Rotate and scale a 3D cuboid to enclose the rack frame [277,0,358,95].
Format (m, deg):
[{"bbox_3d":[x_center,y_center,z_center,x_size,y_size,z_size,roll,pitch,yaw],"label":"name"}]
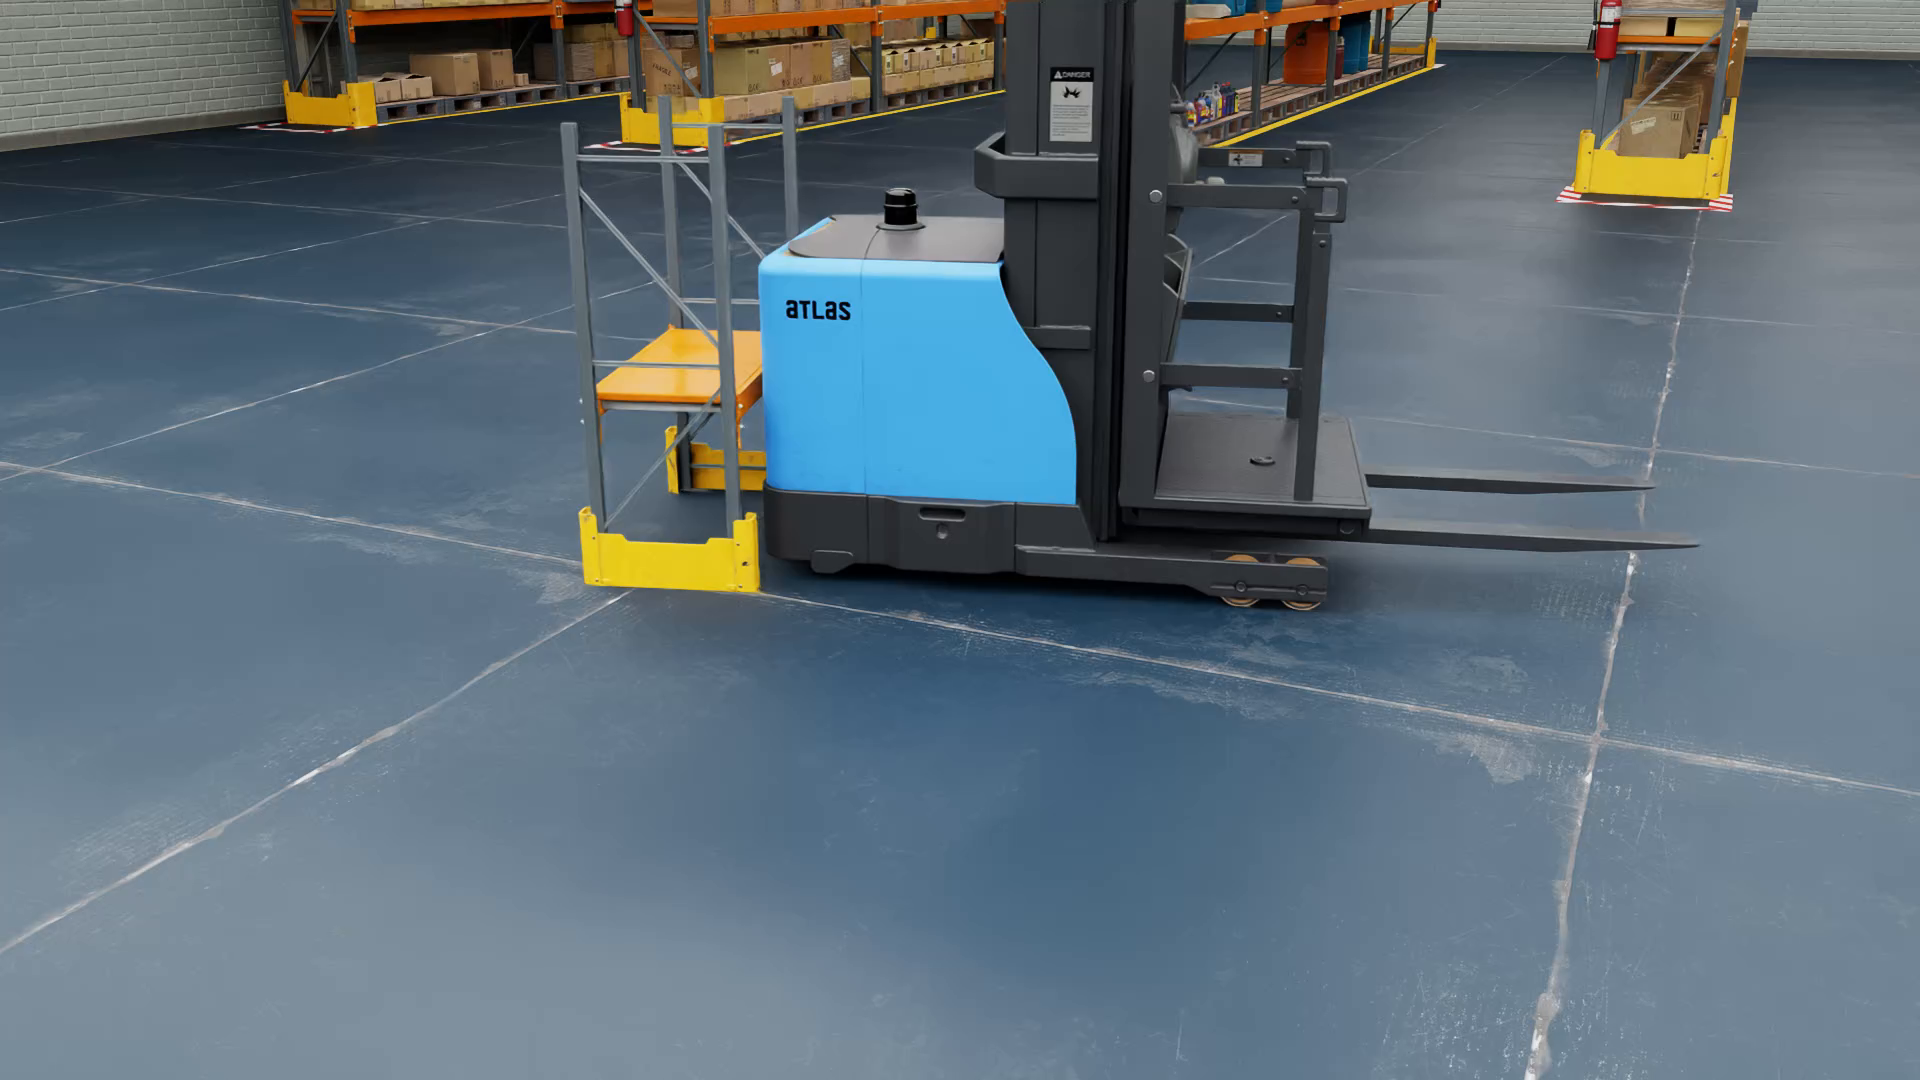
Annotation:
[{"bbox_3d":[-7.638,-6.437,19.592,1.000,3.000,0.127,9,21,23],"label":"rack frame"}]

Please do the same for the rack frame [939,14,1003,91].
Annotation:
[{"bbox_3d":[0.159,-8.204,24.561,1.000,3.000,0.127,9,21,23],"label":"rack frame"}]

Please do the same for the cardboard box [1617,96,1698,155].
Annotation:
[{"bbox_3d":[6.403,-3.794,15.265,0.500,0.500,0.500,15,25,37],"label":"cardboard box"}]

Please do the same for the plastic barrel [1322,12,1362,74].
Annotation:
[{"bbox_3d":[5.786,-7.575,25.296,0.600,0.901,0.708,9,21,23],"label":"plastic barrel"}]

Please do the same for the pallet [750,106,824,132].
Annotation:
[{"bbox_3d":[-2.341,-5.056,19.870,1.003,0.211,1.213,9,21,23],"label":"pallet"}]

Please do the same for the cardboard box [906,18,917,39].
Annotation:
[{"bbox_3d":[-1.282,-10.121,33.054,0.700,0.500,0.500,9,21,23],"label":"cardboard box"}]

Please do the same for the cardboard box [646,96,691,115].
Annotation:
[{"bbox_3d":[-3.167,-4.865,18.650,0.500,0.250,0.500,9,21,23],"label":"cardboard box"}]

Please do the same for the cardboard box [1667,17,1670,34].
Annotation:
[{"bbox_3d":[5.950,-4.472,14.440,0.380,0.149,0.250,9,21,23],"label":"cardboard box"}]

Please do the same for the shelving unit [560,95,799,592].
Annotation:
[{"bbox_3d":[-0.902,-0.724,5.767,0.587,1.500,1.083,2,20,6],"label":"shelving unit"}]

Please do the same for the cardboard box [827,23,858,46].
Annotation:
[{"bbox_3d":[-2.324,-9.340,30.859,0.700,0.500,0.500,9,21,23],"label":"cardboard box"}]

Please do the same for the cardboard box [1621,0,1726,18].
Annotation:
[{"bbox_3d":[6.169,-4.750,14.255,0.875,0.500,0.500,9,21,23],"label":"cardboard box"}]

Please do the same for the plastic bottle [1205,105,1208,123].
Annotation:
[{"bbox_3d":[2.649,-4.644,18.069,0.097,0.201,0.097,0,20,0],"label":"plastic bottle"}]

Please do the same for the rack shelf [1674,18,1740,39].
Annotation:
[{"bbox_3d":[8.376,-5.893,19.137,1.077,0.370,4.000,9,21,23],"label":"rack shelf"}]

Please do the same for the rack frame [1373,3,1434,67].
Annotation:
[{"bbox_3d":[7.952,-9.969,29.523,1.000,3.000,0.127,9,21,23],"label":"rack frame"}]

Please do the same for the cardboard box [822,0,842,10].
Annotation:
[{"bbox_3d":[-1.865,-6.730,20.266,0.700,0.500,0.500,8,21,22],"label":"cardboard box"}]

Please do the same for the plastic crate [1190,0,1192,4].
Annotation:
[{"bbox_3d":[2.708,-6.129,18.818,0.767,0.338,0.504,9,21,23],"label":"plastic crate"}]

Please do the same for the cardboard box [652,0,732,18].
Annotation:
[{"bbox_3d":[-2.914,-5.947,18.064,0.700,0.500,0.500,9,21,23],"label":"cardboard box"}]

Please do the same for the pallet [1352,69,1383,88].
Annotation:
[{"bbox_3d":[5.960,-7.202,25.905,1.003,0.211,1.213,9,21,23],"label":"pallet"}]

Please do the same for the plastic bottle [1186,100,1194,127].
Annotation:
[{"bbox_3d":[2.427,-4.511,17.592,0.097,0.271,0.097,0,20,0],"label":"plastic bottle"}]

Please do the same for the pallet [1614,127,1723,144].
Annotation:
[{"bbox_3d":[7.314,-4.097,17.174,1.003,0.211,1.213,9,21,23],"label":"pallet"}]

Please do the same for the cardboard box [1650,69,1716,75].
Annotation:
[{"bbox_3d":[8.040,-4.978,18.565,0.700,0.500,0.500,8,21,22],"label":"cardboard box"}]

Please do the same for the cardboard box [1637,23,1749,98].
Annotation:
[{"bbox_3d":[9.496,-6.249,21.606,1.225,0.875,0.875,8,21,20],"label":"cardboard box"}]

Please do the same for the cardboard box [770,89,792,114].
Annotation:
[{"bbox_3d":[-2.288,-5.100,19.311,0.500,0.250,0.500,9,21,23],"label":"cardboard box"}]

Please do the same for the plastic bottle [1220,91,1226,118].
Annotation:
[{"bbox_3d":[2.930,-4.877,18.604,0.061,0.283,0.133,10,22,26],"label":"plastic bottle"}]

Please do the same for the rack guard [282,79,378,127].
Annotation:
[{"bbox_3d":[-7.607,-5.283,20.077,1.175,0.500,0.348,9,21,23],"label":"rack guard"}]

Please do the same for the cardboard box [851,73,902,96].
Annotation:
[{"bbox_3d":[-1.088,-5.973,21.764,0.500,0.250,0.500,8,21,21],"label":"cardboard box"}]

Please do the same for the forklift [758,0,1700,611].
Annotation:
[{"bbox_3d":[0.900,-1.346,5.380,3.031,2.935,1.130,3,20,9],"label":"forklift"}]

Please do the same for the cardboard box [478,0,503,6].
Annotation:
[{"bbox_3d":[-6.321,-7.105,21.665,0.500,0.250,0.500,8,21,22],"label":"cardboard box"}]

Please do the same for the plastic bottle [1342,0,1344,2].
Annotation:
[{"bbox_3d":[5.325,-7.650,23.178,0.061,0.283,0.133,9,21,23],"label":"plastic bottle"}]

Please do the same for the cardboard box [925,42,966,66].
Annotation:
[{"bbox_3d":[-0.247,-6.863,23.430,0.500,0.311,0.500,8,21,22],"label":"cardboard box"}]

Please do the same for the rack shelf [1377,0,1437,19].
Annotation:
[{"bbox_3d":[7.133,-9.018,27.925,1.077,0.370,4.000,9,21,23],"label":"rack shelf"}]

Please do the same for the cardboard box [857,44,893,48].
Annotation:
[{"bbox_3d":[-1.161,-6.623,22.755,0.500,0.311,0.500,8,21,23],"label":"cardboard box"}]

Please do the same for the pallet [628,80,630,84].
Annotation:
[{"bbox_3d":[-4.683,-7.330,26.265,1.003,0.211,1.213,9,21,23],"label":"pallet"}]

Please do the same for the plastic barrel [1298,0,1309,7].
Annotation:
[{"bbox_3d":[4.277,-7.103,21.299,0.421,0.512,0.421,0,20,0],"label":"plastic barrel"}]

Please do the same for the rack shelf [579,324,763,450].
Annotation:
[{"bbox_3d":[-0.903,-0.552,5.819,0.538,0.185,1.000,2,20,6],"label":"rack shelf"}]

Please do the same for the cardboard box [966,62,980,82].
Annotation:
[{"bbox_3d":[-0.042,-6.754,23.961,0.500,0.250,0.500,8,21,22],"label":"cardboard box"}]

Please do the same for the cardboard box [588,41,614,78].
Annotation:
[{"bbox_3d":[-5.548,-7.082,24.478,0.700,0.500,0.500,8,21,22],"label":"cardboard box"}]

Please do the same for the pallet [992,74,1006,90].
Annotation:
[{"bbox_3d":[0.499,-7.113,25.655,1.003,0.211,1.213,9,21,23],"label":"pallet"}]

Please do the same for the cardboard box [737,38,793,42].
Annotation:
[{"bbox_3d":[-2.364,-5.832,20.250,0.500,0.500,0.500,9,21,23],"label":"cardboard box"}]

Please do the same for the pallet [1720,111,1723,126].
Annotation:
[{"bbox_3d":[8.373,-4.920,19.487,1.003,0.211,1.213,9,21,23],"label":"pallet"}]

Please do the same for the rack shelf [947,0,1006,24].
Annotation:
[{"bbox_3d":[0.978,-8.477,26.401,1.077,0.370,4.000,9,21,23],"label":"rack shelf"}]

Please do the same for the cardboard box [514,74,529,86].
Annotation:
[{"bbox_3d":[-6.192,-6.365,22.960,0.380,0.166,0.250,6,20,16],"label":"cardboard box"}]

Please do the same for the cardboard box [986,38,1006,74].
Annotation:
[{"bbox_3d":[0.606,-7.334,25.187,0.500,0.500,0.500,10,22,25],"label":"cardboard box"}]

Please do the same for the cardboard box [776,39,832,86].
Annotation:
[{"bbox_3d":[-1.886,-5.761,20.048,0.500,0.500,0.500,9,21,23],"label":"cardboard box"}]

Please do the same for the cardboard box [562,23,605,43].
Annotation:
[{"bbox_3d":[-5.537,-7.405,24.269,0.500,0.250,0.500,8,21,22],"label":"cardboard box"}]

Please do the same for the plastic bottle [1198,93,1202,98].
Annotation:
[{"bbox_3d":[2.659,-4.799,18.385,0.061,0.283,0.133,9,21,23],"label":"plastic bottle"}]

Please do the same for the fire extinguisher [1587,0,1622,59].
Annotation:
[{"bbox_3d":[5.452,-4.390,13.951,0.296,0.674,0.183,9,21,23],"label":"fire extinguisher"}]

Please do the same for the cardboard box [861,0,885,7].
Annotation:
[{"bbox_3d":[-1.318,-7.067,21.588,0.500,0.250,0.500,10,22,26],"label":"cardboard box"}]

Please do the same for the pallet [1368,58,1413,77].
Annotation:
[{"bbox_3d":[7.078,-8.037,28.252,1.003,0.211,1.213,9,21,23],"label":"pallet"}]
